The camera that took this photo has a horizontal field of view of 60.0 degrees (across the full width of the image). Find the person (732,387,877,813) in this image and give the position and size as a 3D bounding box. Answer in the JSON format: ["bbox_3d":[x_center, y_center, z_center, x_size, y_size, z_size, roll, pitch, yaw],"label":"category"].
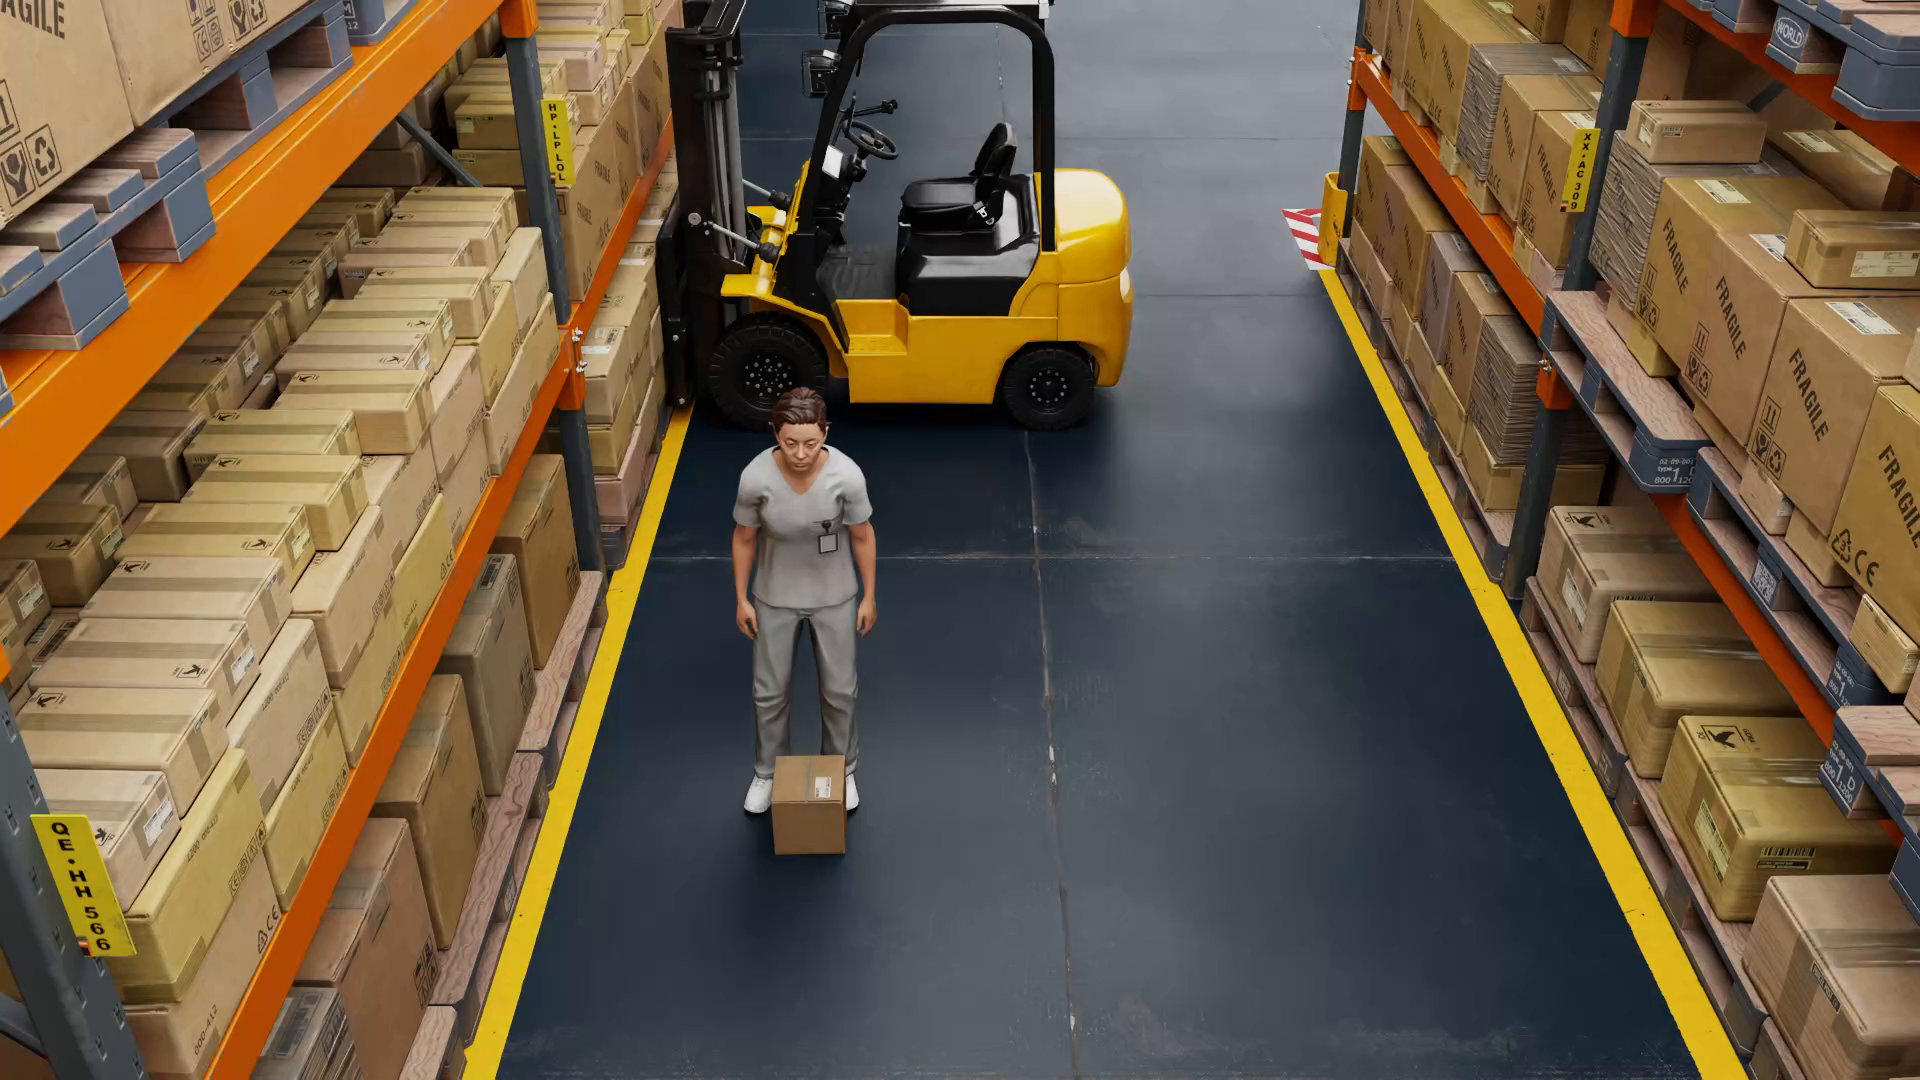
[{"bbox_3d":[-0.543,0.212,5.792,0.511,1.673,0.350,-1,32,-2],"label":"person"}]
